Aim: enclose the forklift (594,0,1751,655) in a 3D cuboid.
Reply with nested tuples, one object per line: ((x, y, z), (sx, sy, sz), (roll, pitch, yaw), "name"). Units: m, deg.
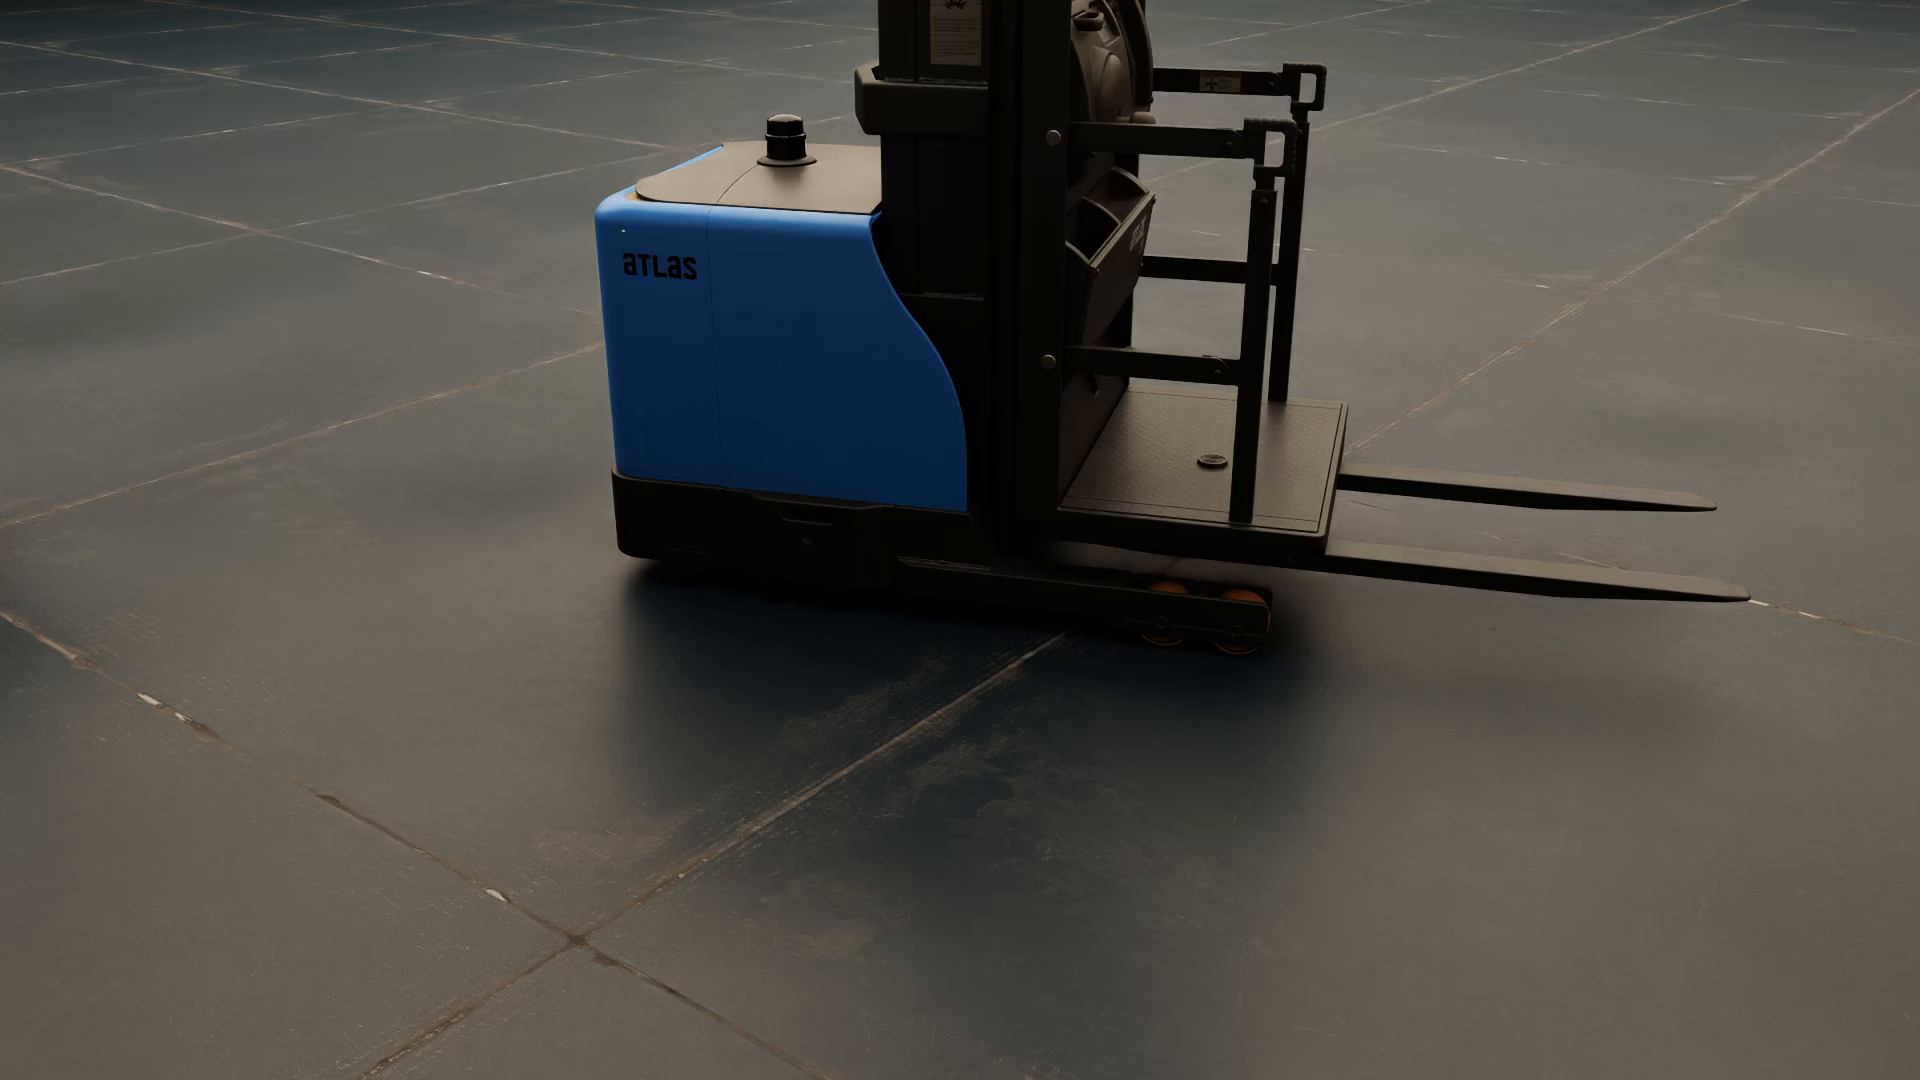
((0.587, -1.281, 4.284), (3.031, 2.935, 1.130), (6, 24, 14), "forklift")
